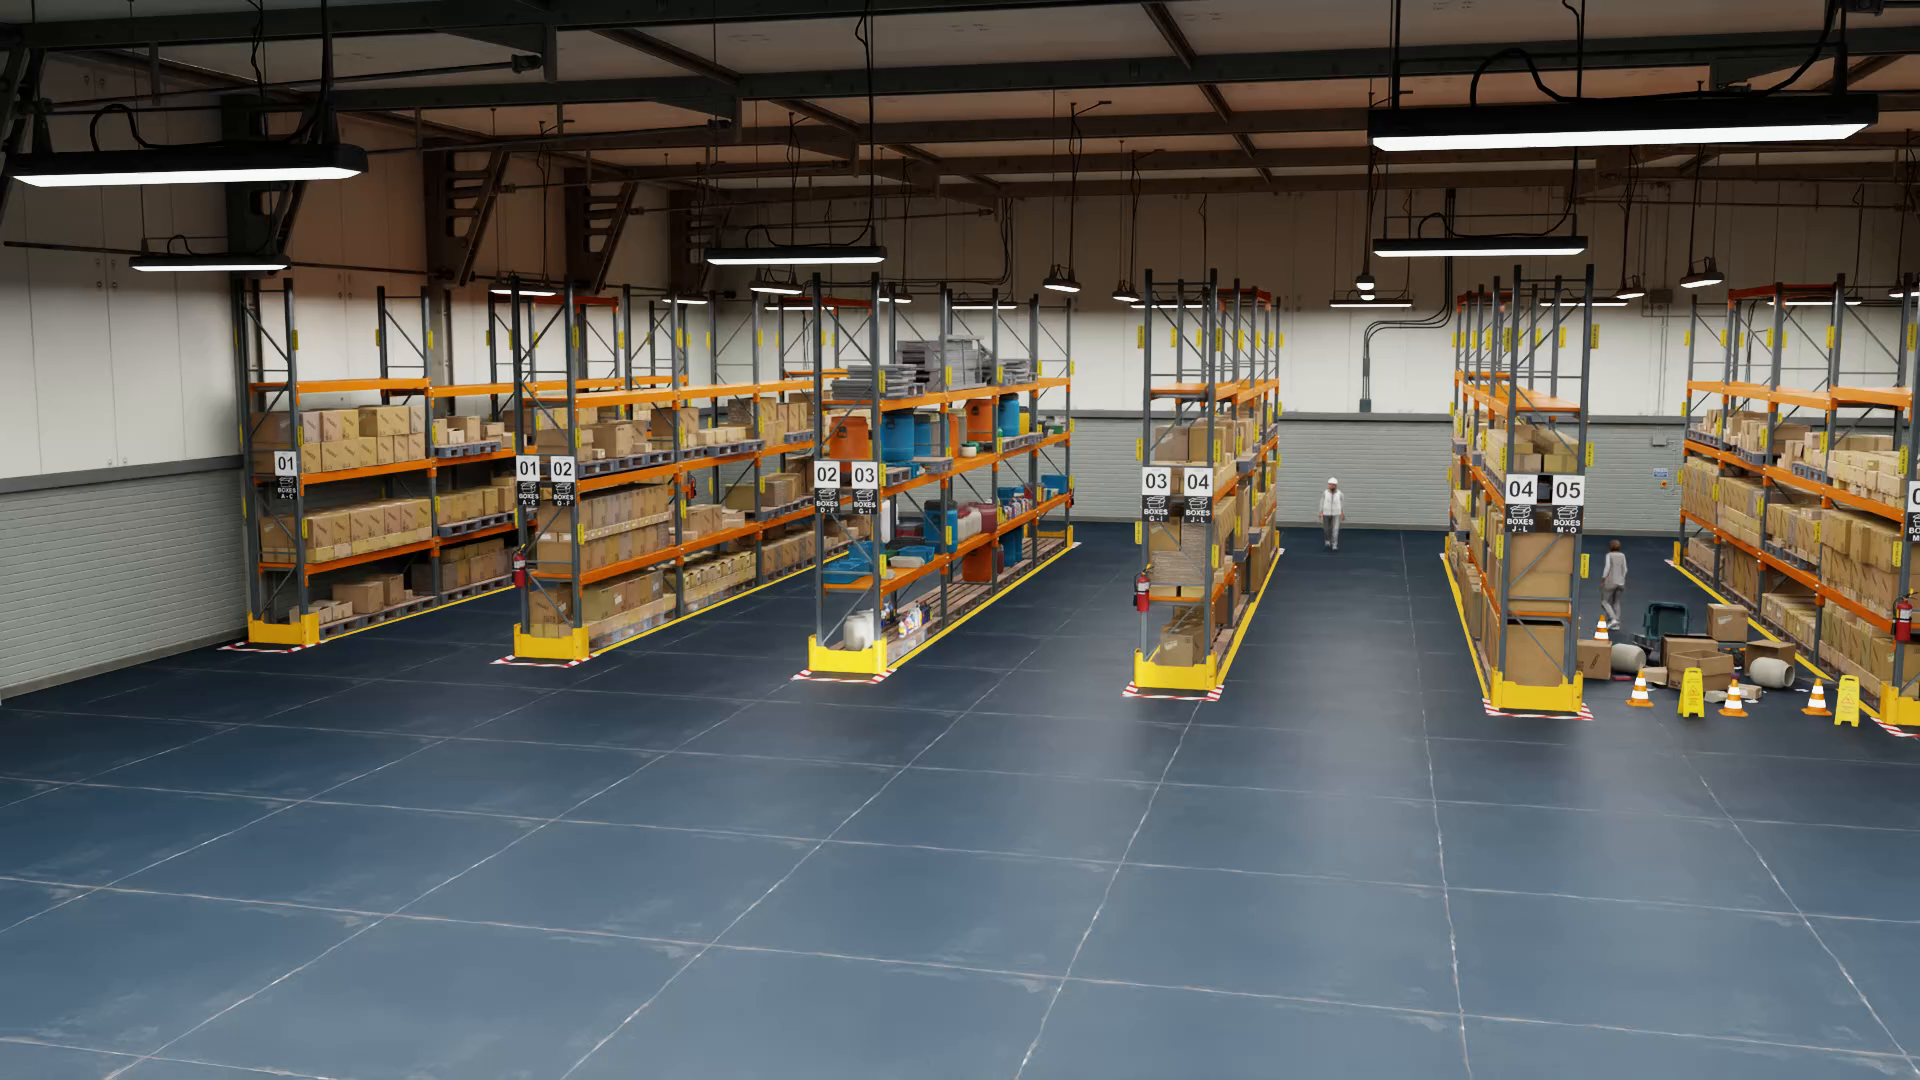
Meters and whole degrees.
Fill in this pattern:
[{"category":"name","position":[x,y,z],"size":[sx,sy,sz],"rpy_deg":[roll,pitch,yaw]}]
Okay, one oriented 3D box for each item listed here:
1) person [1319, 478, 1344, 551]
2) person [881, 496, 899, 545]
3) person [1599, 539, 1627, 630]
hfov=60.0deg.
[{"category":"person","position":[8.905,-0.629,39.815],"size":[0.600,1.721,1.084],"rpy_deg":[1,7,11]},{"category":"person","position":[-1.546,-0.176,35.897],"size":[0.582,1.777,0.634],"rpy_deg":[-7,10,-44]},{"category":"person","position":[11.370,0.790,28.849],"size":[0.492,1.549,0.552],"rpy_deg":[-1,7,-7]}]
